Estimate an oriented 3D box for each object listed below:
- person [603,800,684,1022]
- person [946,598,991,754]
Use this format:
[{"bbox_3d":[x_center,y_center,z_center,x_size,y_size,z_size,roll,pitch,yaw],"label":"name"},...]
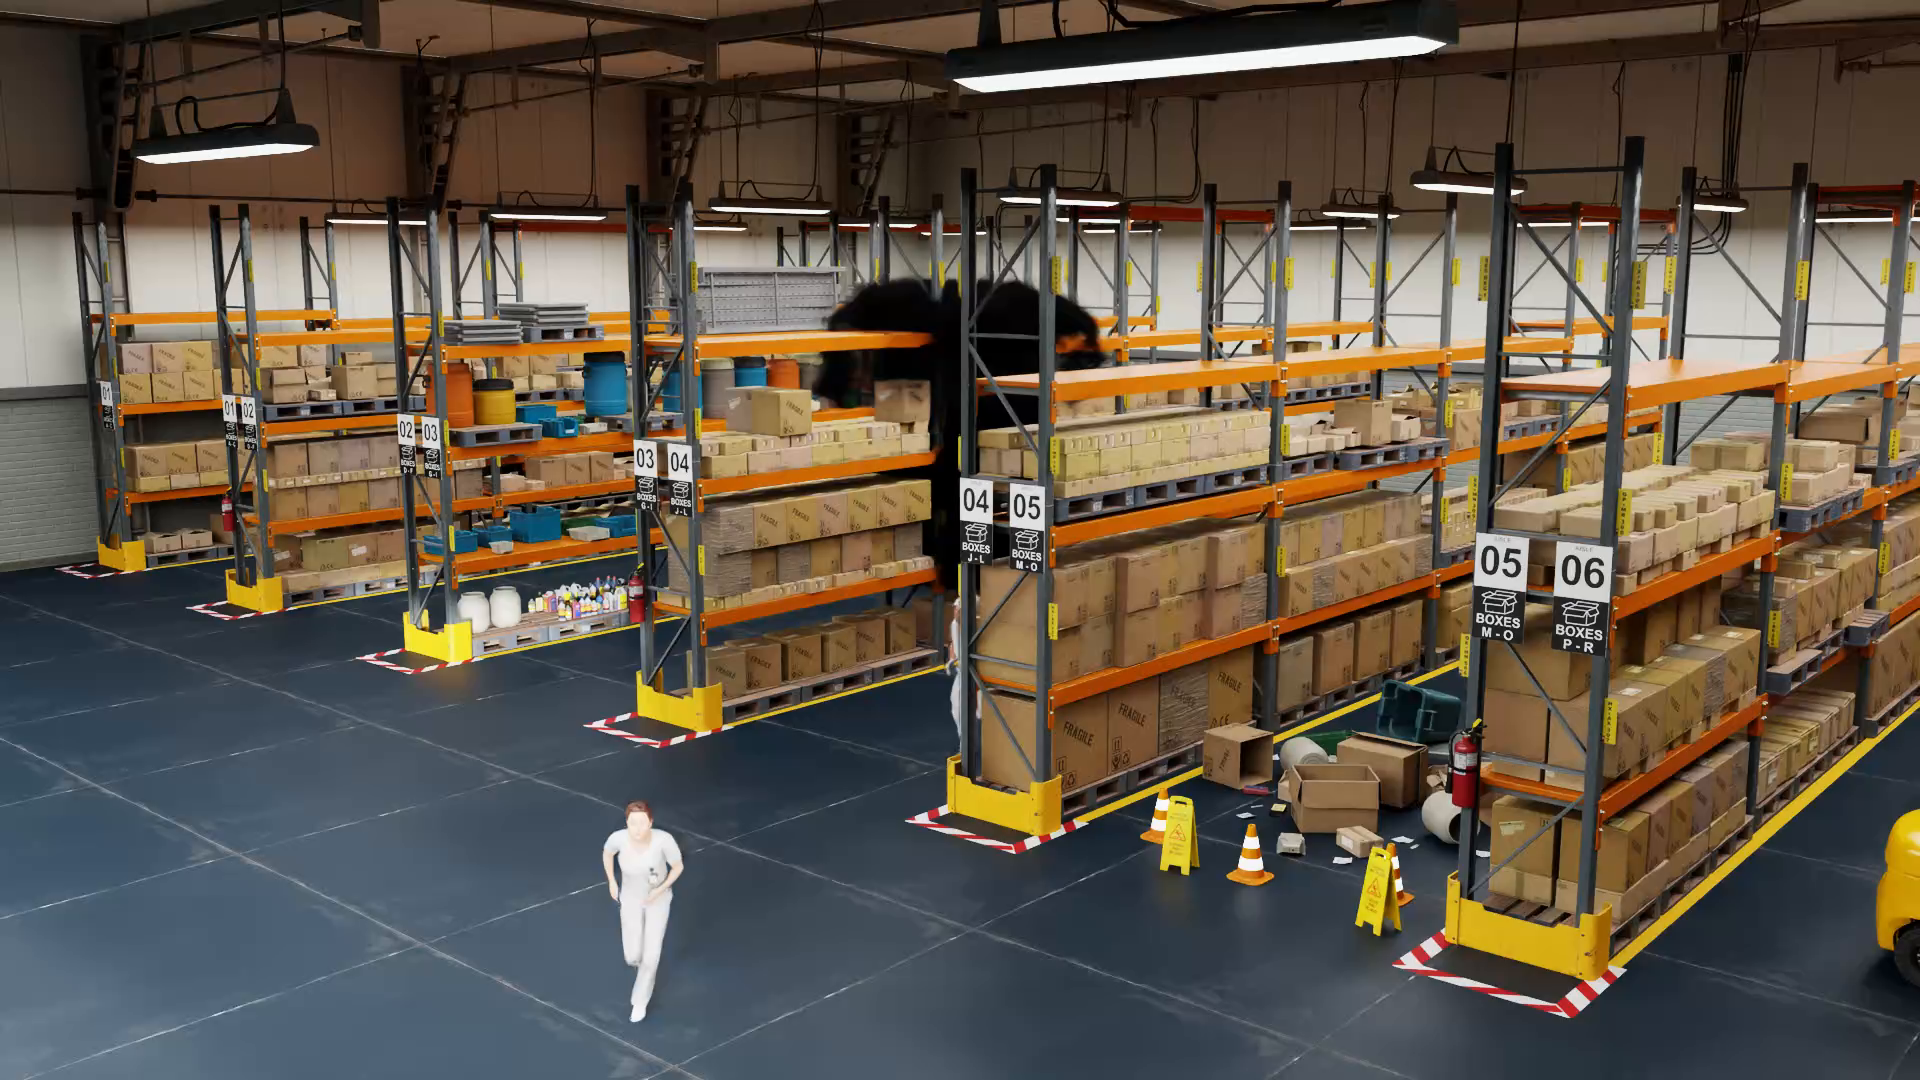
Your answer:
[{"bbox_3d":[-2.183,2.513,11.511,0.554,1.601,0.707,-1,10,-7],"label":"person"},{"bbox_3d":[0.171,1.426,17.594,0.668,1.764,0.890,7,12,36],"label":"person"}]
